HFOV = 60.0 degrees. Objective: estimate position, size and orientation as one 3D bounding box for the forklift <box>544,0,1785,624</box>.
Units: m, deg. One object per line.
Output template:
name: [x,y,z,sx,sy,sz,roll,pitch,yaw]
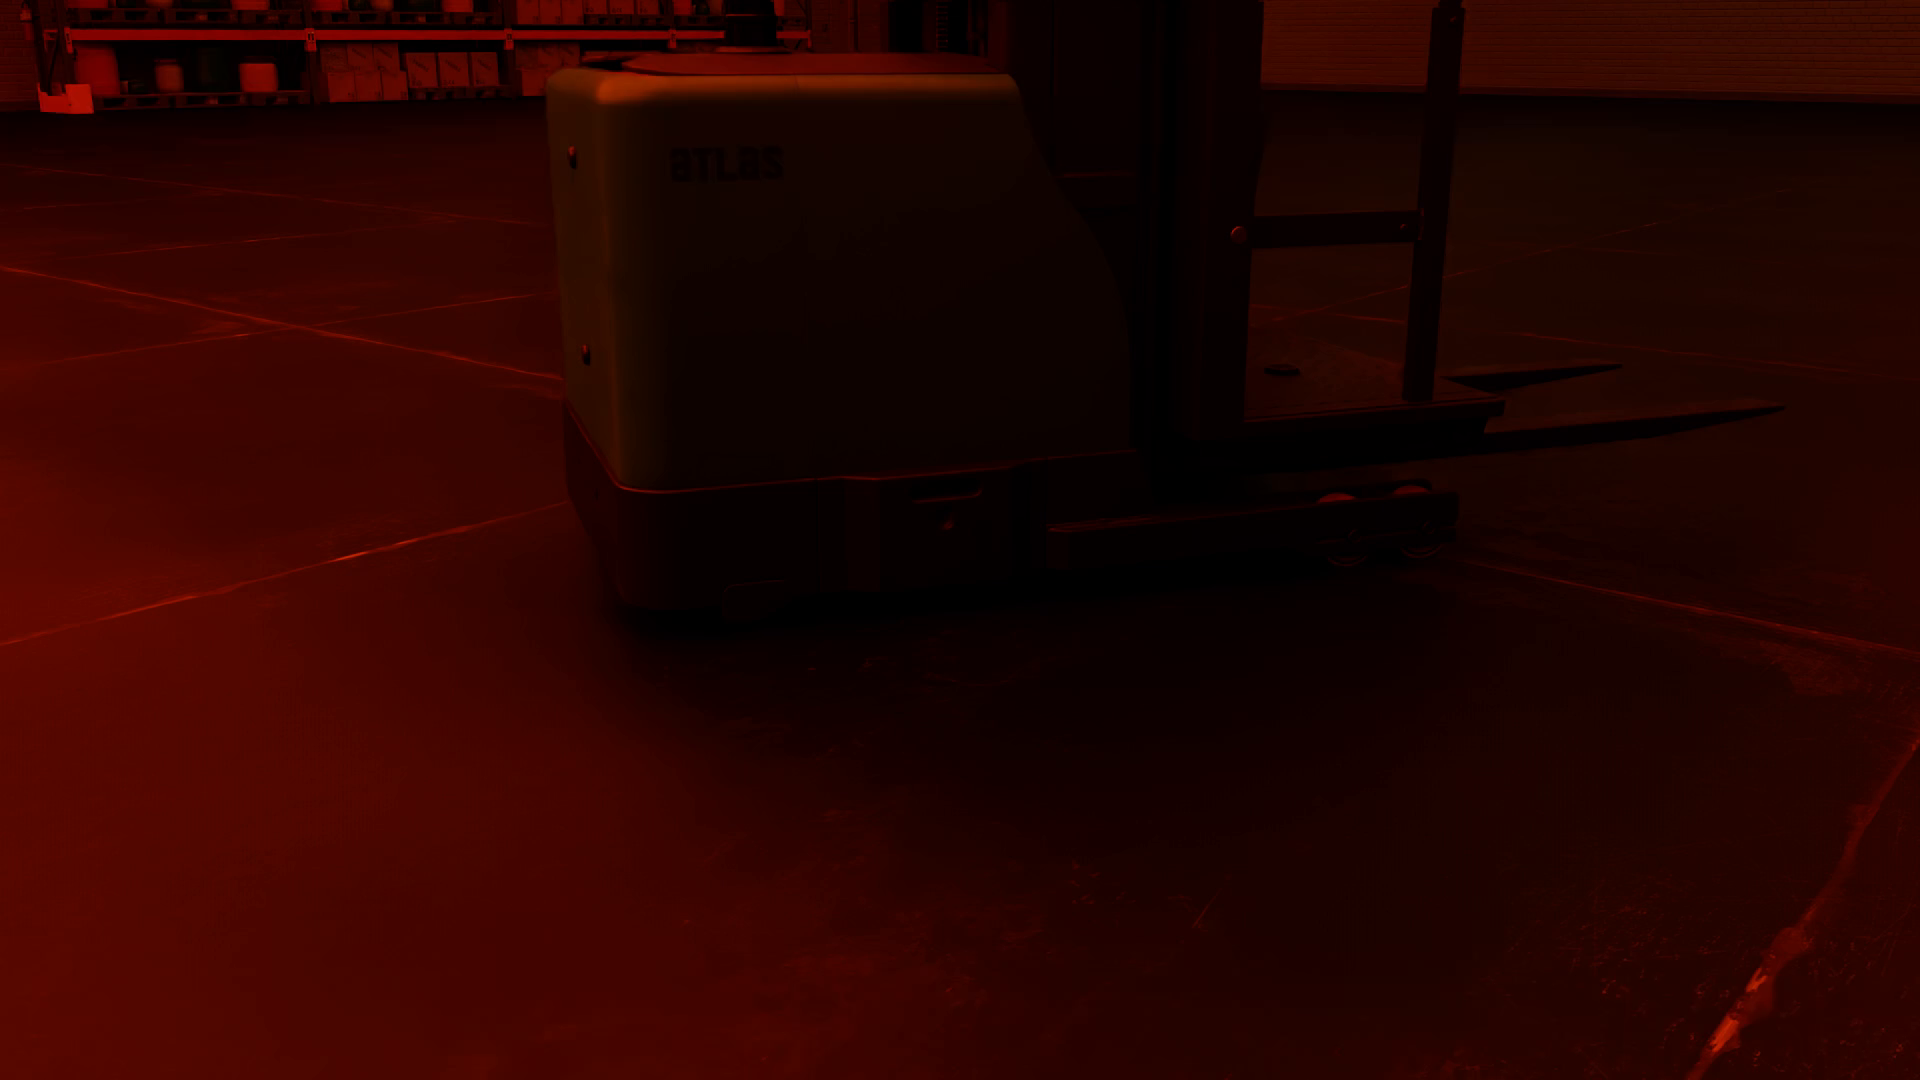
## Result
forklift: [0.609,-1.479,3.768,3.031,2.935,1.130,-6,18,-19]
